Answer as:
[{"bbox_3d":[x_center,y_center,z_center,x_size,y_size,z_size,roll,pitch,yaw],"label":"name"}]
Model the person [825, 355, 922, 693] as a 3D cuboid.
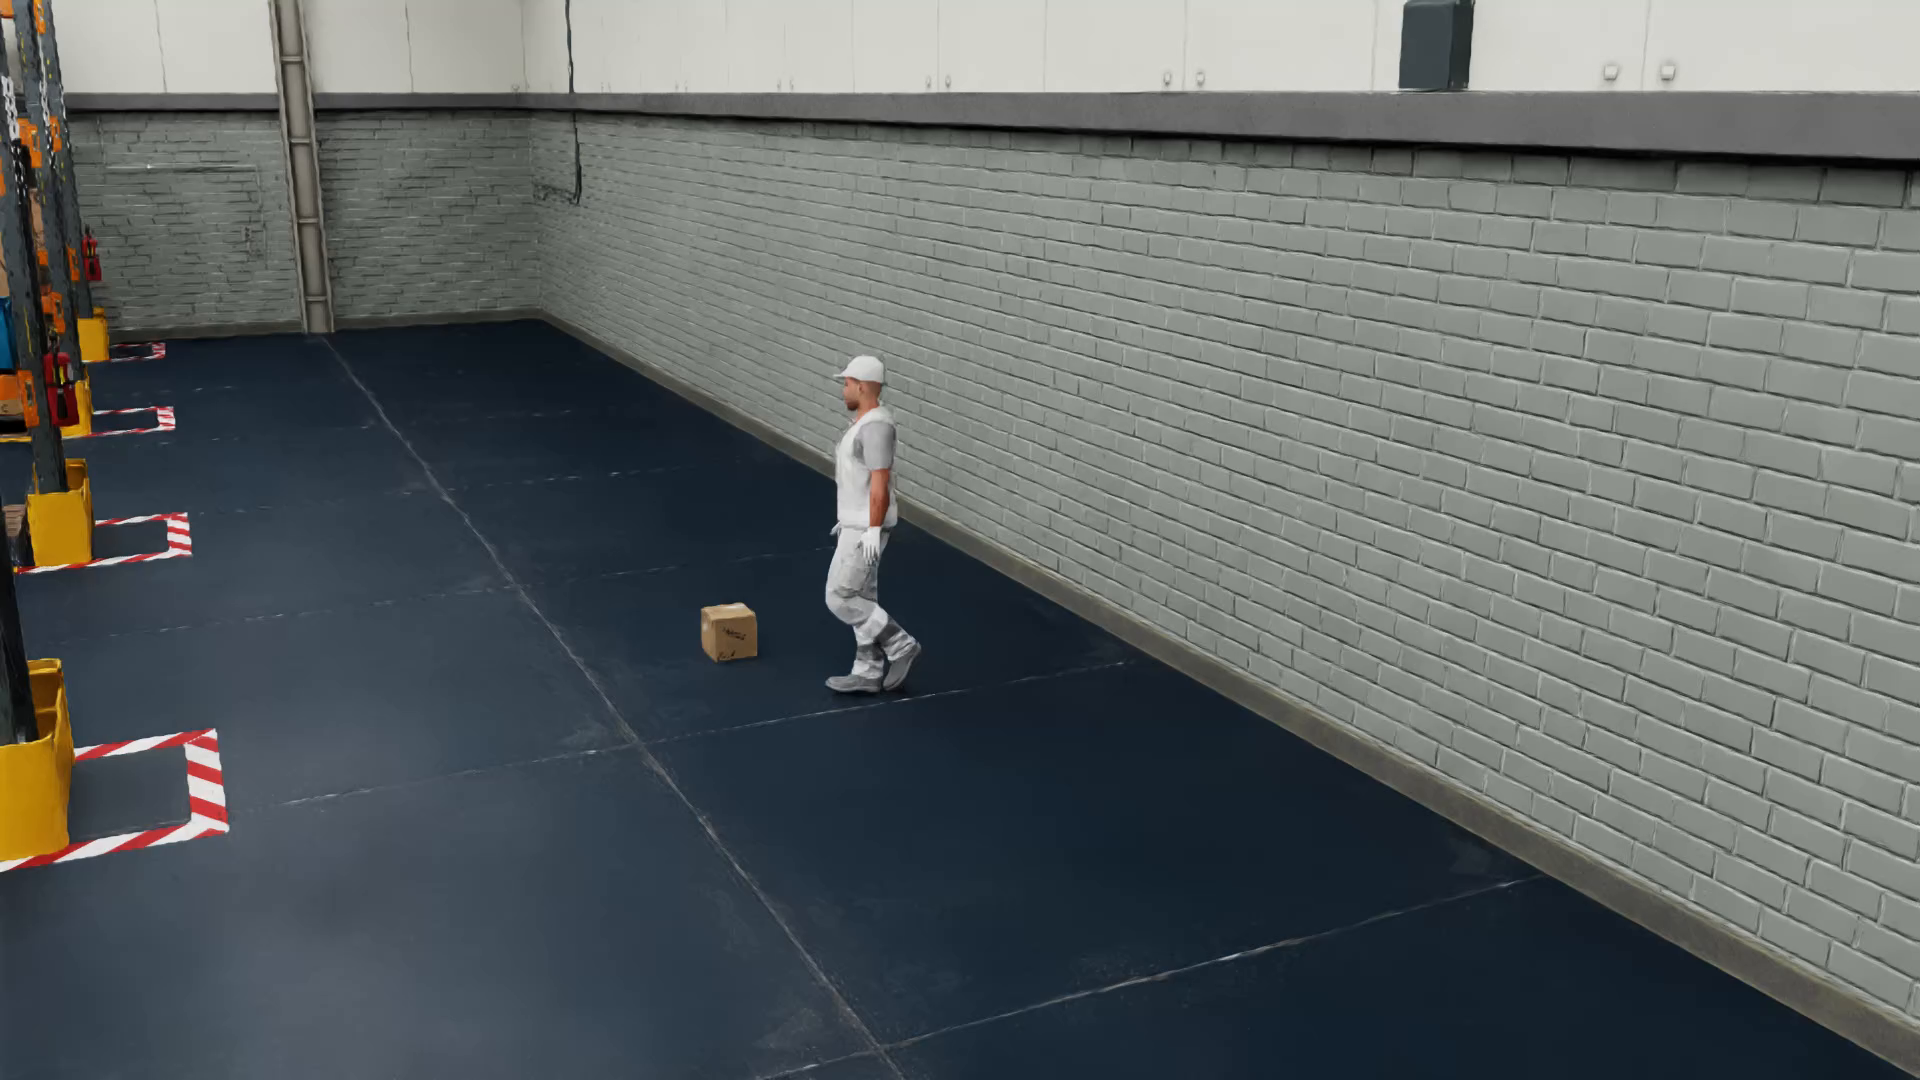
[{"bbox_3d":[-0.471,-0.068,8.682,0.508,1.772,0.566,-2,15,-9],"label":"person"}]
